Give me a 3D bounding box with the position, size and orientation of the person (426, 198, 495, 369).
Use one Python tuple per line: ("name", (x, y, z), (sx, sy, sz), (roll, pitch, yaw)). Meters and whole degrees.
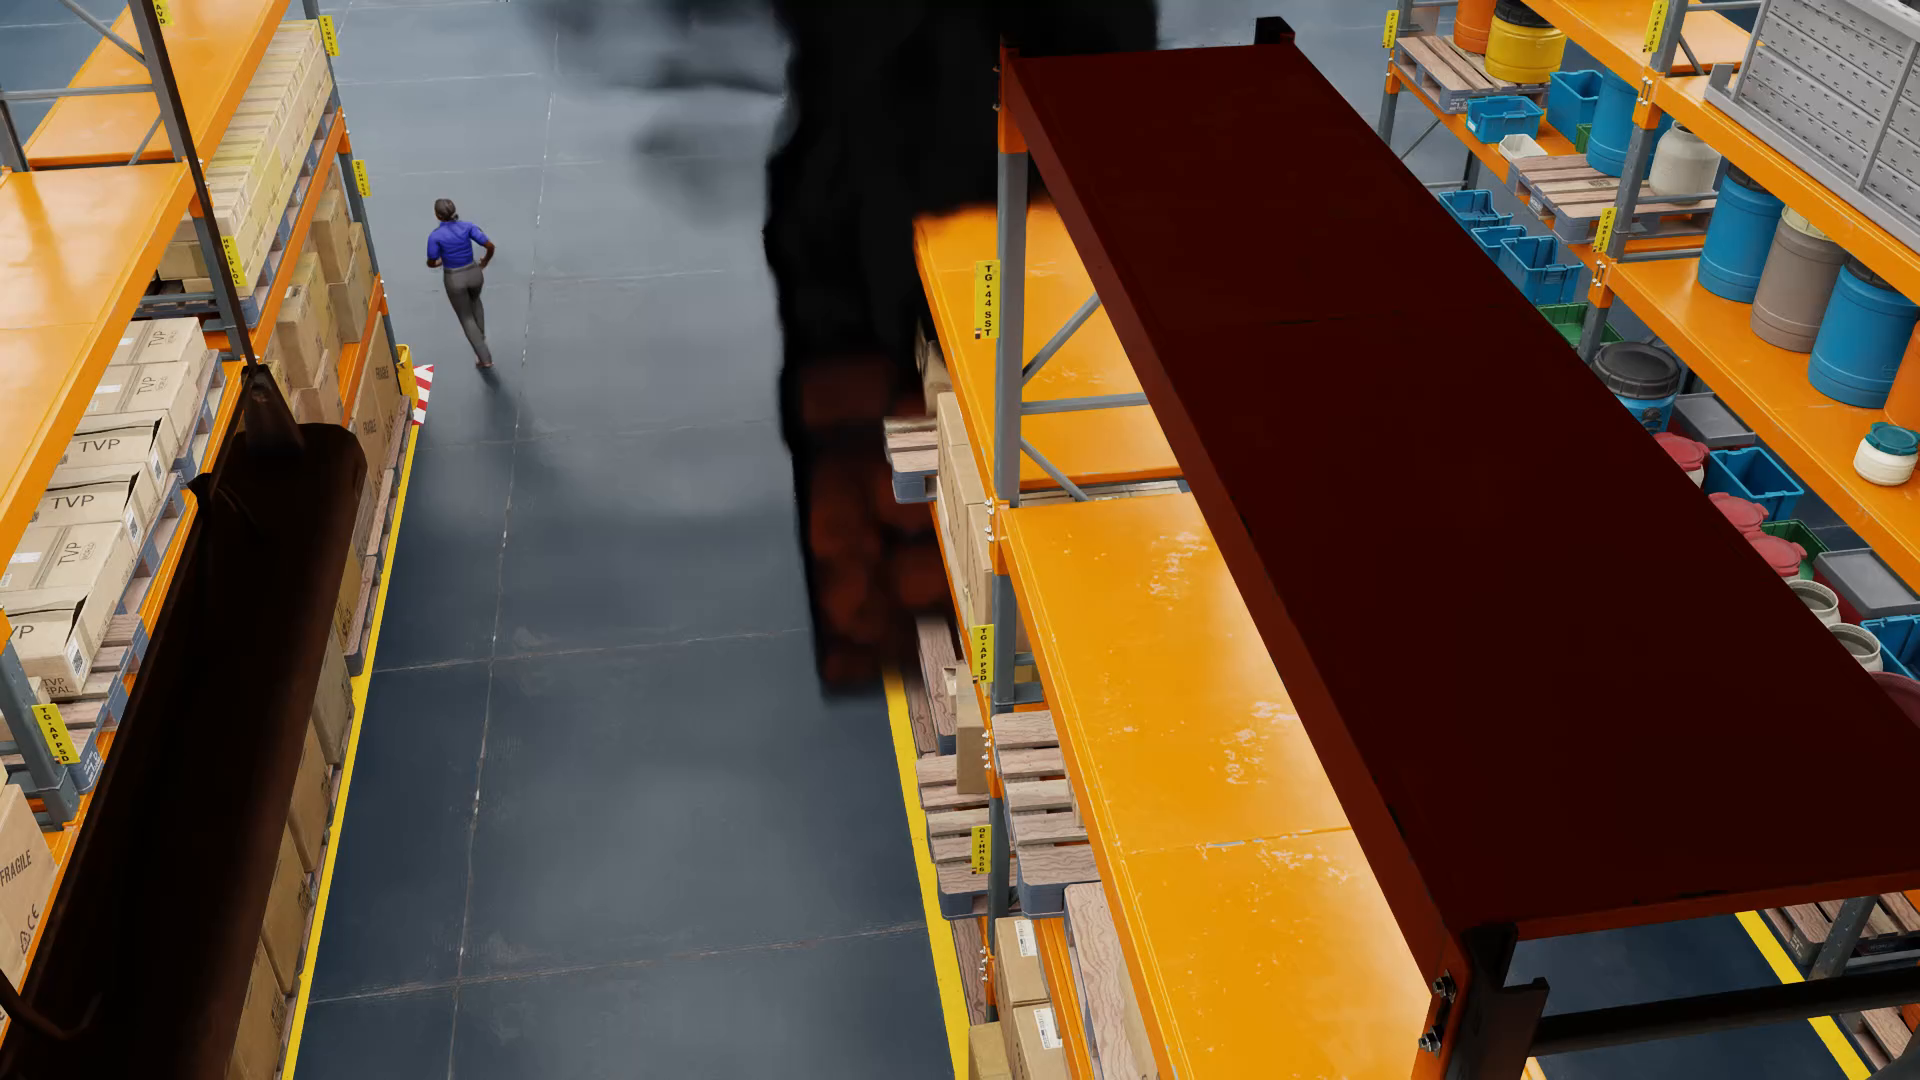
("person", (-4.571, -2.361, 15.295), (0.585, 1.694, 0.837), (-24, 42, -29))
